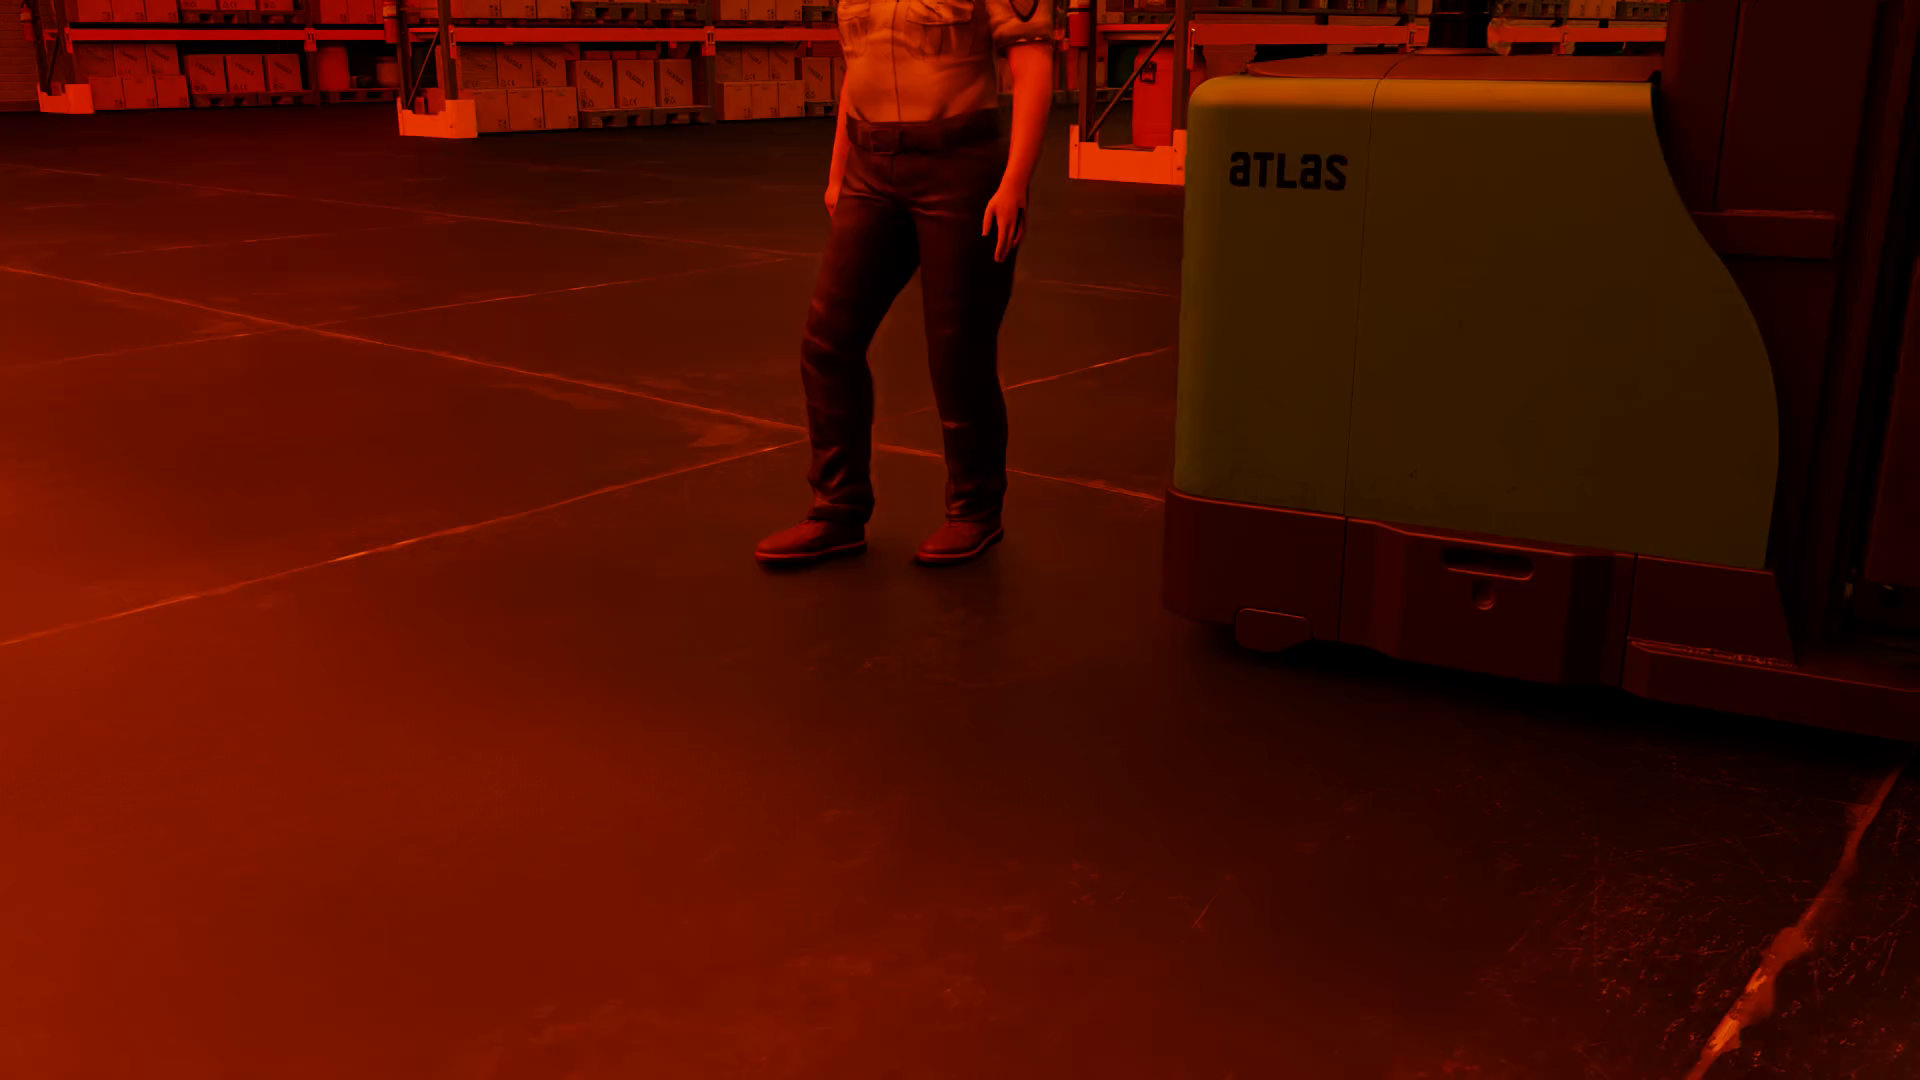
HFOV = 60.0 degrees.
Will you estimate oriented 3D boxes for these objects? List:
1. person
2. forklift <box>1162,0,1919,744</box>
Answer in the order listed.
[{"bbox_3d":[-0.103,-0.734,3.555,0.620,1.635,0.552,11,20,32],"label":"person"},{"bbox_3d":[1.947,-1.126,2.606,3.031,2.935,1.130,9,19,26],"label":"forklift"}]
